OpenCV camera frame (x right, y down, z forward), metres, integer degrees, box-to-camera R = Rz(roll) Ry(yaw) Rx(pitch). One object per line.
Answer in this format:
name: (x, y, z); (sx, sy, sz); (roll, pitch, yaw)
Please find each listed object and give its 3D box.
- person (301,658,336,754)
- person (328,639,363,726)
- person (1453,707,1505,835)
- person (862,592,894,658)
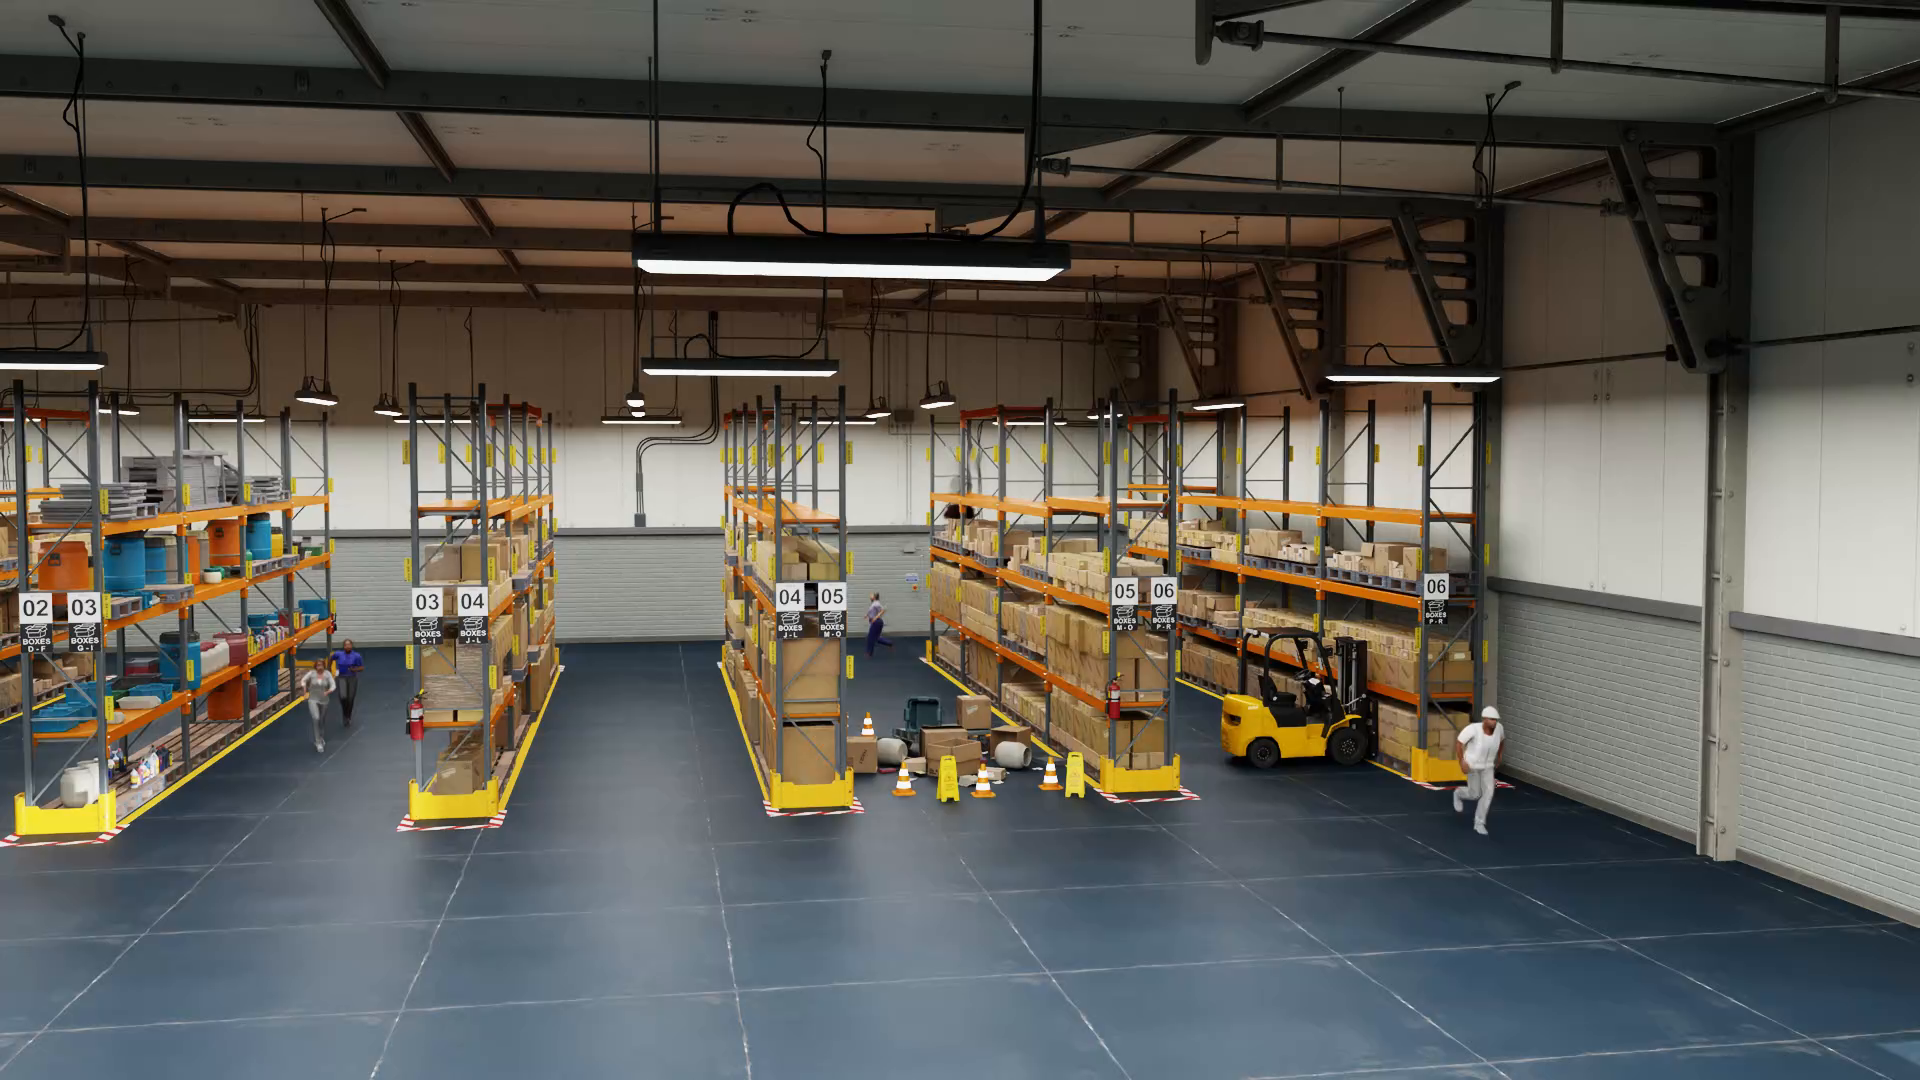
person: (-10.901, 2.783, 28.271); (0.550, 1.602, 0.805); (-1, 3, -27)
person: (-11.323, 2.619, 30.668); (0.607, 1.610, 0.778); (-1, 3, -19)
person: (6.944, 3.047, 22.319); (0.701, 1.708, 0.942); (-1, 3, -18)
person: (-2.024, 2.115, 41.304); (0.848, 1.640, 0.615); (-1, 3, -10)
